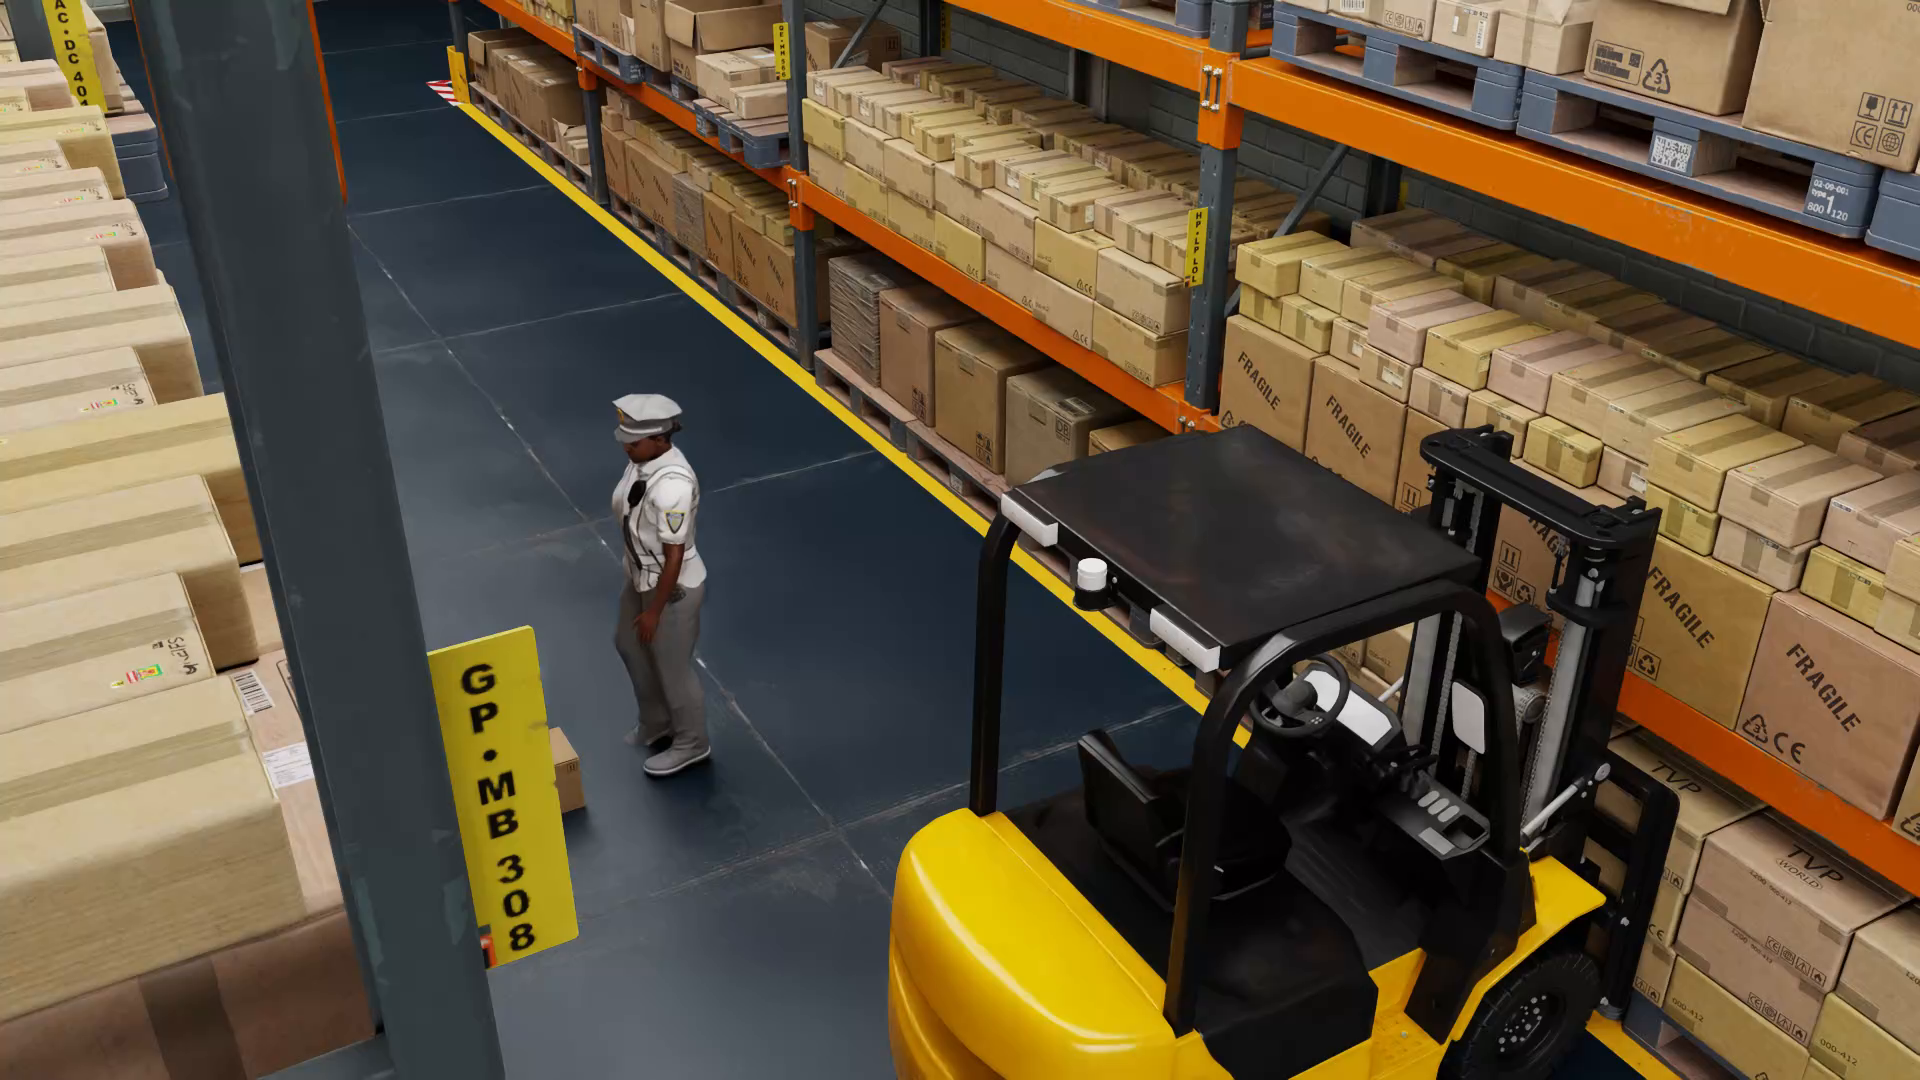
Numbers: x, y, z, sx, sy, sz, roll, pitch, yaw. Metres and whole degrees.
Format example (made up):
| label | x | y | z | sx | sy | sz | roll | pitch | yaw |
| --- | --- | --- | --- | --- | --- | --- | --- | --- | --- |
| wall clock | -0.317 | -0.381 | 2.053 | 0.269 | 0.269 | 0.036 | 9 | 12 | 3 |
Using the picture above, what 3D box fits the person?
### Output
| label | x | y | z | sx | sy | sz | roll | pitch | yaw |
| --- | --- | --- | --- | --- | --- | --- | --- | --- | --- |
| person | -1.225 | 0.219 | 6.766 | 0.372 | 1.742 | 0.508 | -13 | 32 | -23 |
